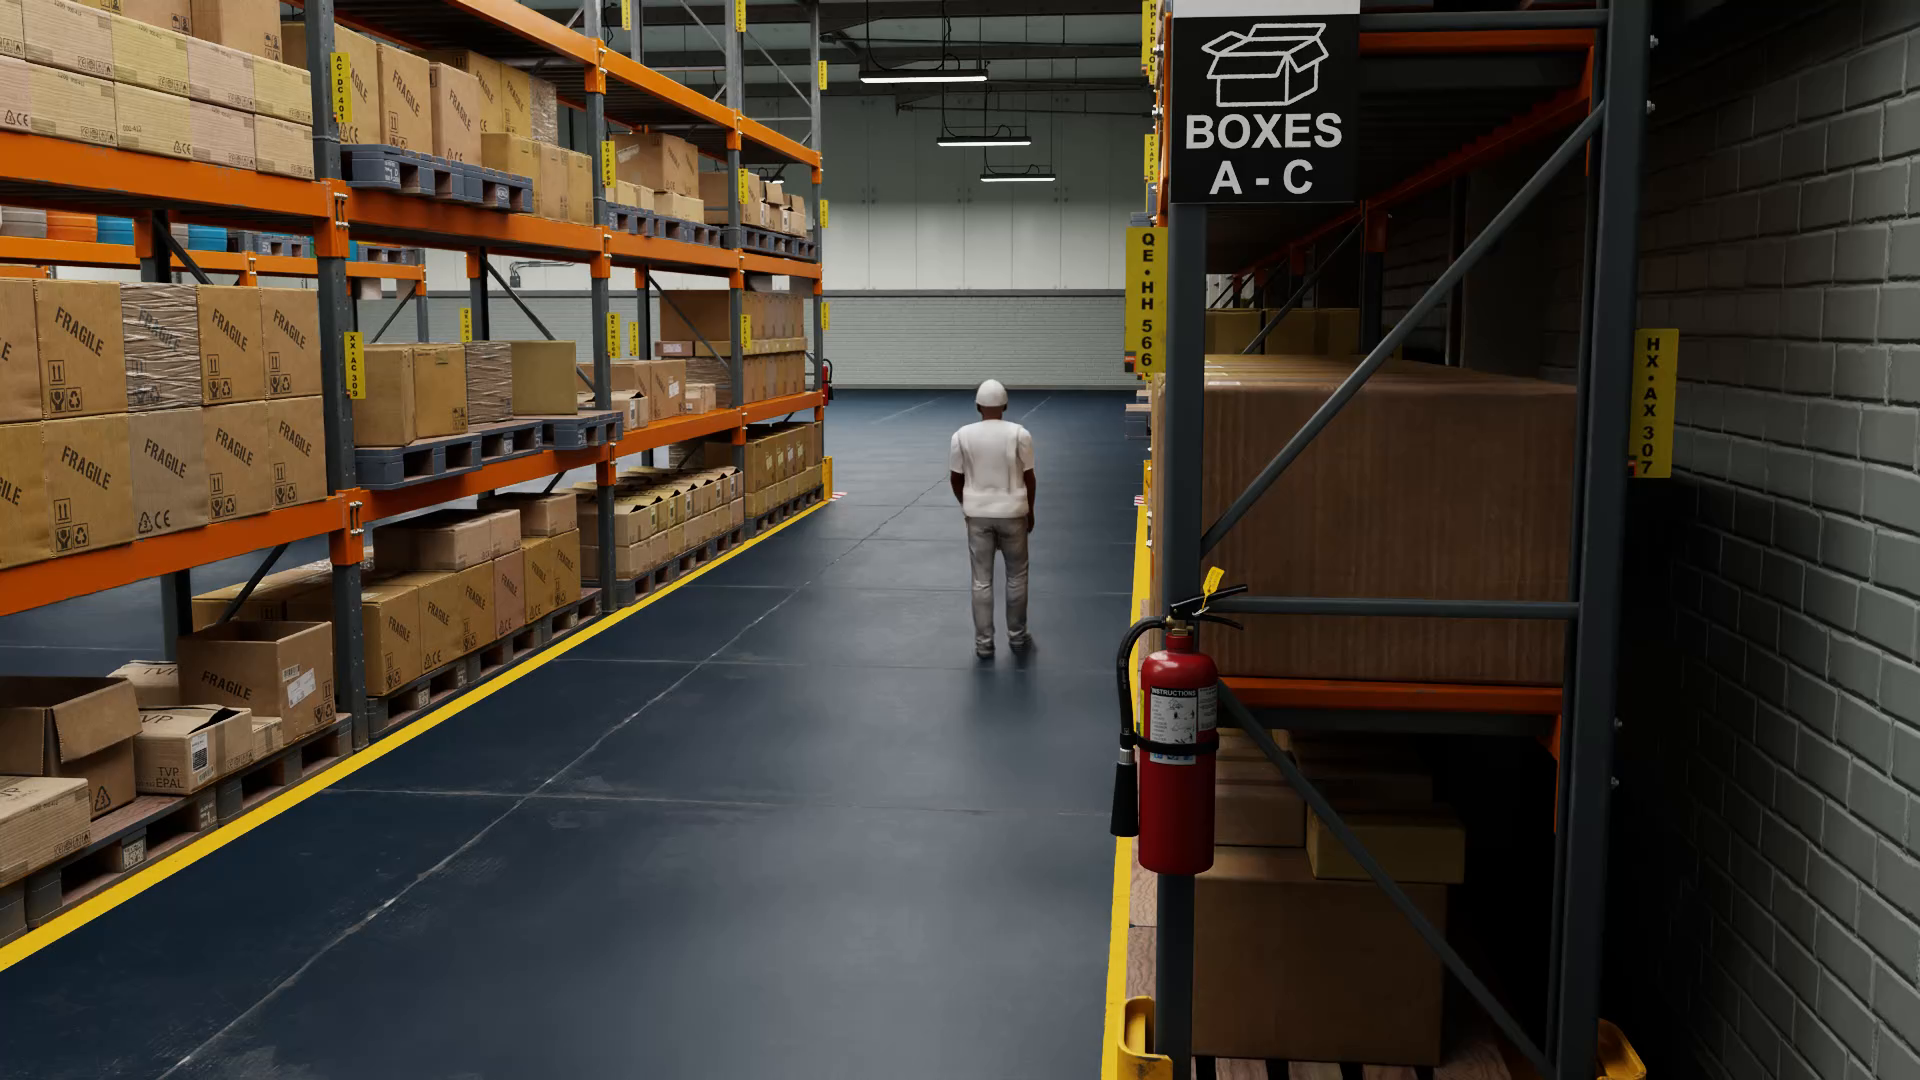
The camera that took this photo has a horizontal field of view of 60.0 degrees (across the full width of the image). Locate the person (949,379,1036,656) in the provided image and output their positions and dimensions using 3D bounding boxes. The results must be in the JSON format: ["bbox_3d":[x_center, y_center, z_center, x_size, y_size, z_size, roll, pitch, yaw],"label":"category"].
[{"bbox_3d":[0.221,-0.167,10.862,0.564,1.764,0.636,1,8,7],"label":"person"}]
